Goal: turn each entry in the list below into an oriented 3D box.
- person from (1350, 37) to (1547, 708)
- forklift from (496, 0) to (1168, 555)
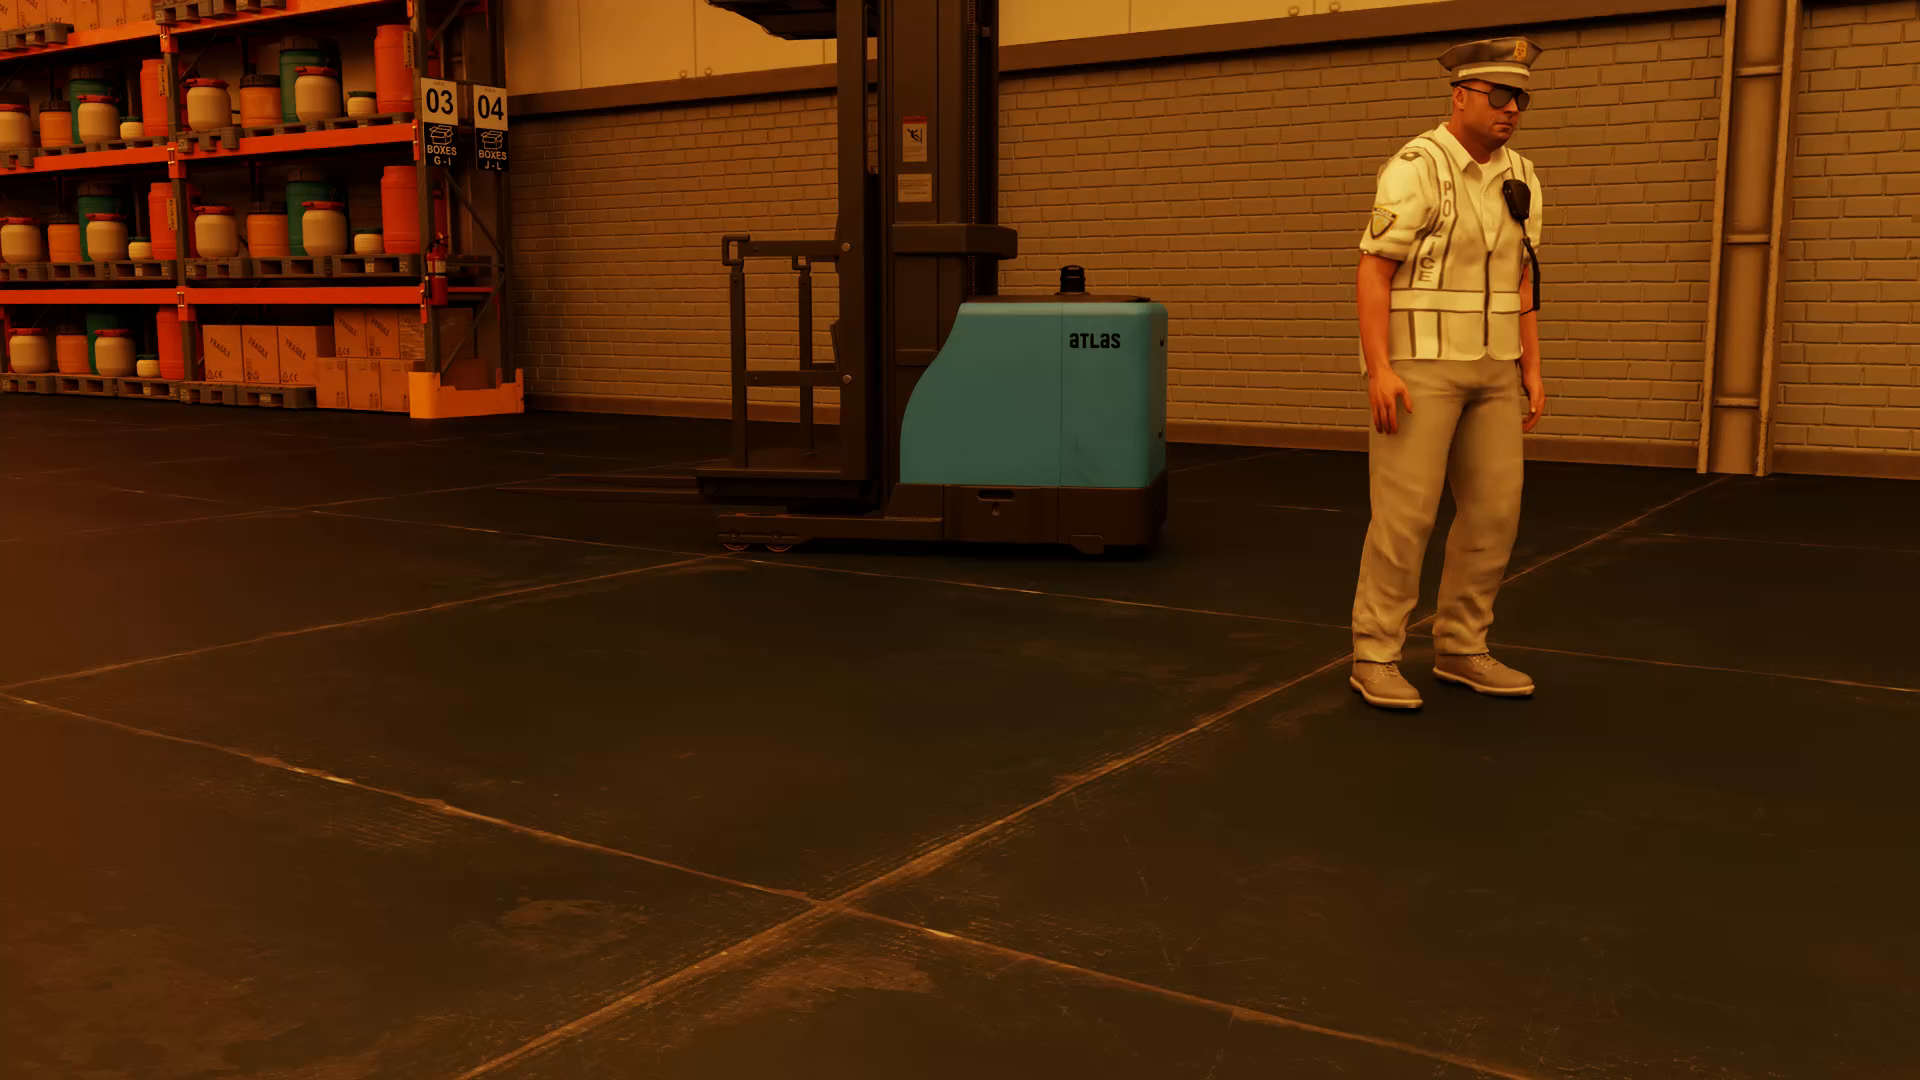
[{"bbox_3d":[1.332,-0.449,4.545,0.595,1.748,0.433,-4,9,-24],"label":"person"},{"bbox_3d":[-0.596,-1.469,7.520,3.031,2.935,1.130,2,8,12],"label":"forklift"}]
